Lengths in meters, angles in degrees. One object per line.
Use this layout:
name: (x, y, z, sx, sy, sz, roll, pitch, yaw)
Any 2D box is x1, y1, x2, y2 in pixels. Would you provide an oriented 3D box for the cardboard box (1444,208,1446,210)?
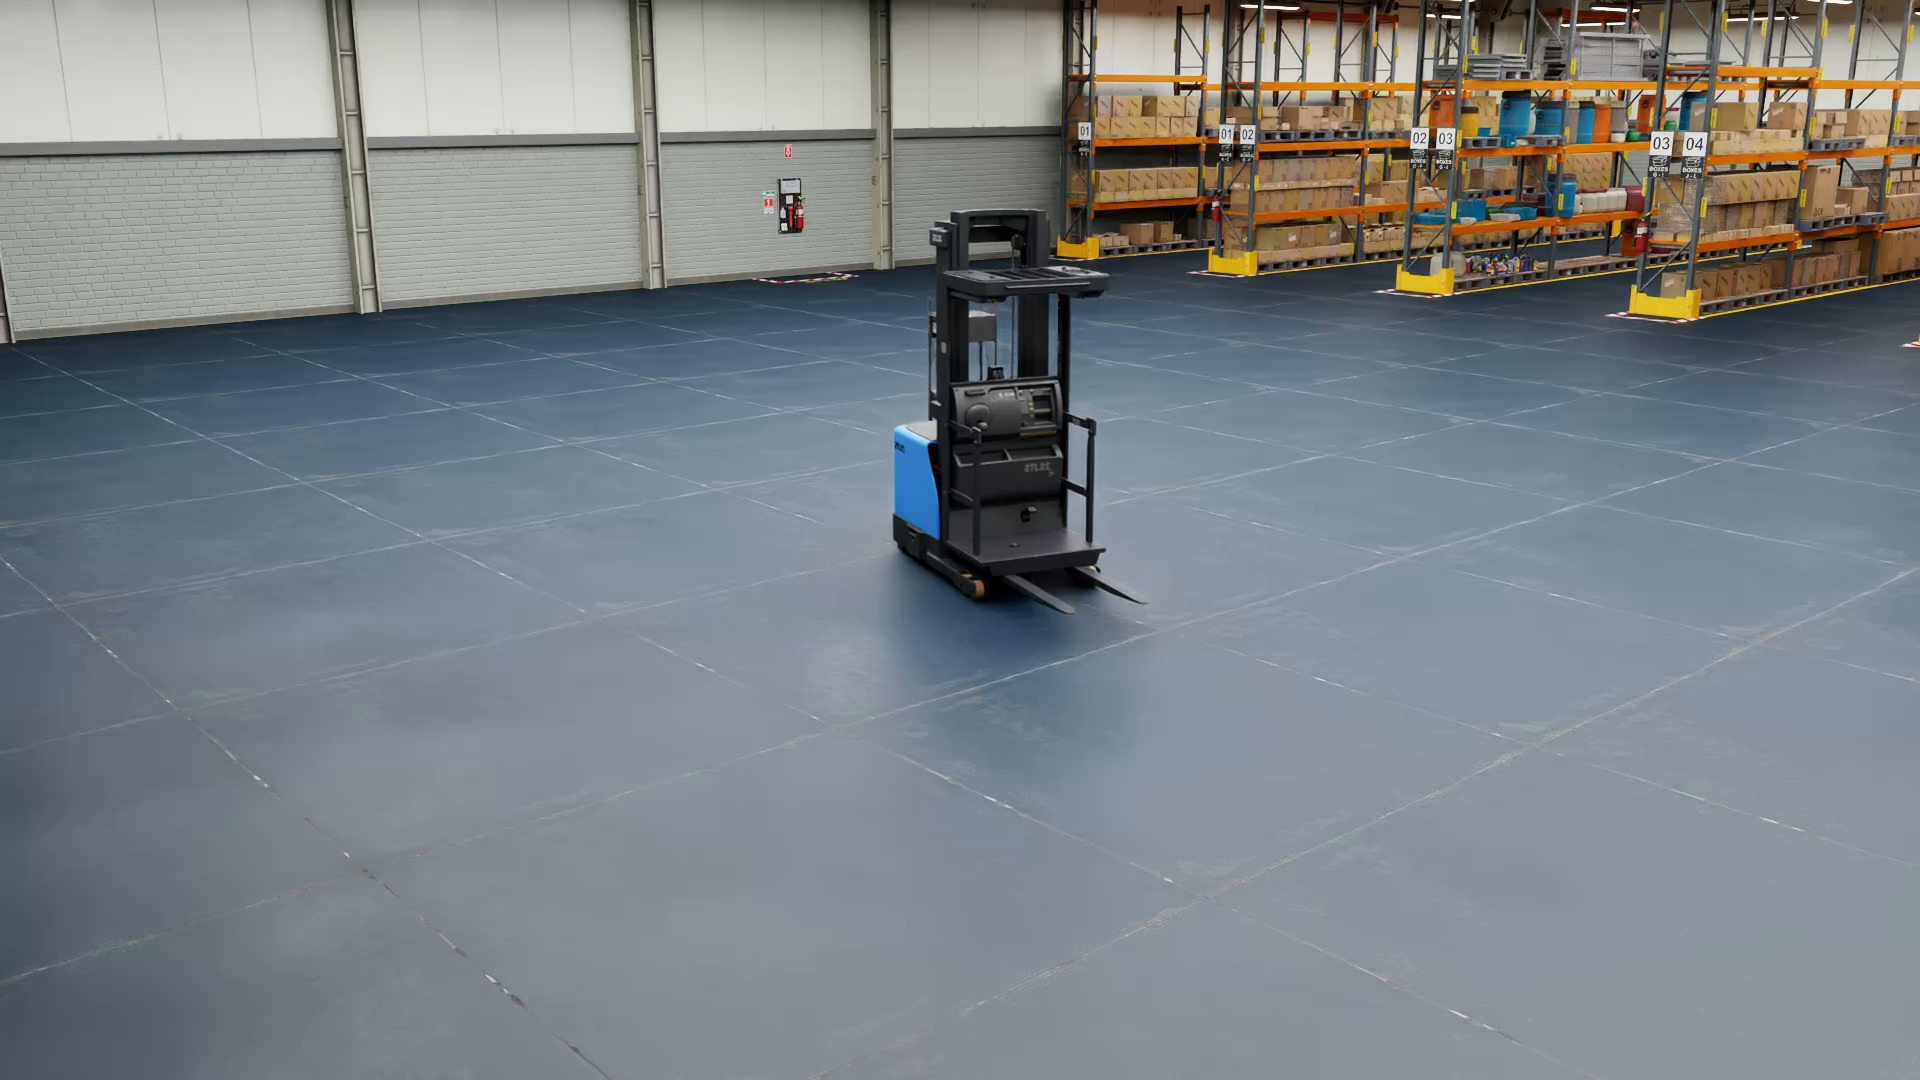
cardboard box: (14.435, -9.940, 50.180, 0.500, 0.500, 0.700, -13, 19, -39)

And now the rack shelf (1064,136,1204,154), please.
rack shelf: (4.336, -9.813, 41.255, 4.000, 0.370, 1.077, -13, 19, -39)

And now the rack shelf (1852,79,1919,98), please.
rack shelf: (20.126, -9.531, 35.163, 4.000, 0.370, 1.077, -13, 19, -39)

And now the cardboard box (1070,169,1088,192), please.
cardboard box: (3.044, -8.793, 40.655, 0.500, 0.500, 0.500, -13, 20, -40)

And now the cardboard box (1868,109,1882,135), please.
cardboard box: (18.042, -8.355, 33.242, 0.500, 0.500, 0.500, -13, 20, -39)

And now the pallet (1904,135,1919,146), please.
pallet: (19.910, -8.502, 35.320, 1.213, 0.211, 1.003, -12, 19, -37)

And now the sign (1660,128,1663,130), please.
sign: (15.732, -9.092, 37.364, 0.005, 0.325, 0.100, -13, 19, -39)

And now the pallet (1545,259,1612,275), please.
pallet: (13.836, -6.122, 37.261, 1.213, 0.211, 1.003, -13, 19, -39)

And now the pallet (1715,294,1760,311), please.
pallet: (14.195, -4.481, 31.118, 1.213, 0.211, 1.003, -13, 19, -39)

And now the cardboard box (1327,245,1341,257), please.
cardboard box: (8.510, -6.757, 38.747, 0.500, 0.250, 0.500, -13, 19, -39)

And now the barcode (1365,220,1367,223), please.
barcode: (9.565, -7.517, 39.210, 0.075, 0.075, 0.001, -13, 19, -39)

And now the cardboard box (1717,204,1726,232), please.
cardboard box: (13.314, -5.867, 30.133, 0.500, 0.500, 0.875, -13, 19, -39)

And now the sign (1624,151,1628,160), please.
sign: (18.501, -10.720, 46.213, 0.005, 0.325, 0.100, -13, 19, -39)

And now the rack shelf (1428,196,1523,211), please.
rack shelf: (13.626, -8.755, 43.108, 4.000, 0.370, 1.077, -13, 19, -39)

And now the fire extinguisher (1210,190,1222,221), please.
fire extinguisher: (5.688, -7.442, 36.947, 0.183, 0.674, 0.296, -13, 19, -39)

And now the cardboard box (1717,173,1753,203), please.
cardboard box: (13.934, -6.363, 30.051, 0.500, 0.500, 0.500, -13, 19, -39)

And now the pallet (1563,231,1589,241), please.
pallet: (16.574, -8.418, 45.856, 1.213, 0.211, 1.003, -13, 19, -39)

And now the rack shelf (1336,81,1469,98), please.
rack shelf: (10.608, -10.783, 39.849, 4.000, 0.370, 1.077, -13, 19, -39)

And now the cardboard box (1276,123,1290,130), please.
cardboard box: (7.085, -9.172, 36.864, 0.250, 0.149, 0.380, -13, 19, -39)

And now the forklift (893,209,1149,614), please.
forklift: (0.472, -1.067, 13.065, 1.130, 2.935, 3.031, -6, 16, -23)

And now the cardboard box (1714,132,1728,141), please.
cardboard box: (13.201, -7.075, 29.132, 0.250, 0.149, 0.380, -12, 19, -38)

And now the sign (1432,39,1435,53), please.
sign: (11.754, -12.256, 41.231, 0.005, 0.325, 0.100, -13, 19, -39)

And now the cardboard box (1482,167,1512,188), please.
cardboard box: (13.842, -9.381, 43.051, 0.700, 0.500, 0.500, 10, 18, 33)

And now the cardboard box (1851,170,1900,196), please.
cardboard box: (19.179, -7.488, 34.834, 0.637, 0.503, 0.797, -12, 19, -38)

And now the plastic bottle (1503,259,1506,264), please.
plastic bottle: (11.468, -5.763, 34.923, 0.133, 0.283, 0.061, -13, 19, -39)

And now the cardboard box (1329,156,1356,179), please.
cardboard box: (8.769, -8.685, 38.744, 0.500, 0.500, 0.700, -13, 19, -39)

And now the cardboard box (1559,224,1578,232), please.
cardboard box: (16.549, -8.767, 45.744, 0.637, 0.503, 0.797, -13, 19, -39)

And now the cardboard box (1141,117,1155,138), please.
cardboard box: (4.452, -10.155, 40.910, 0.500, 0.500, 0.500, -11, 19, -36)

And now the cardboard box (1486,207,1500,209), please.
cardboard box: (13.855, -8.605, 43.689, 0.500, 0.250, 0.500, -13, 19, -39)

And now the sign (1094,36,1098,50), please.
sign: (3.184, -11.655, 38.981, 0.005, 0.325, 0.100, -13, 19, -39)

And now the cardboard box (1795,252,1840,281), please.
cardboard box: (17.292, -5.528, 33.625, 0.500, 0.500, 0.700, -11, 18, -35)

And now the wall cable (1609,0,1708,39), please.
wall cable: (21.175, -15.283, 50.758, 0.112, 2.526, 3.097, -13, 19, -39)

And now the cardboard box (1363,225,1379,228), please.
cardboard box: (9.983, -7.529, 40.553, 0.500, 0.311, 0.500, -13, 20, -40)

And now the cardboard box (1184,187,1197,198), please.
cardboard box: (5.687, -8.848, 42.313, 0.500, 0.250, 0.500, -13, 19, -39)

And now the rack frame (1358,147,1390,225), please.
rack frame: (11.880, -10.405, 47.892, 0.127, 3.000, 1.000, -13, 19, -39)

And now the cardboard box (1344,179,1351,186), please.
cardboard box: (8.847, -8.319, 38.629, 0.250, 0.149, 0.380, -13, 20, -41)

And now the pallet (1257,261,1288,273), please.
pallet: (6.632, -6.199, 37.548, 1.213, 0.211, 1.003, -13, 19, -39)

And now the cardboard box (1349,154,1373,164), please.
cardboard box: (11.304, -10.755, 46.941, 0.500, 0.250, 0.500, -12, 19, -38)

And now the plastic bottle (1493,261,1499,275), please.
plastic bottle: (11.086, -5.625, 34.407, 0.133, 0.283, 0.061, -12, 19, -38)

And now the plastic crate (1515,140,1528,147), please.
plastic crate: (11.403, -8.092, 33.932, 0.396, 0.136, 0.243, -13, 19, -39)

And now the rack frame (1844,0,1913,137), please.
rack frame: (18.617, -9.733, 33.750, 0.127, 3.000, 1.000, -13, 19, -39)

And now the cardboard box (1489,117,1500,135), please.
cardboard box: (13.201, -10.516, 42.301, 0.500, 0.500, 0.910, -13, 19, -39)

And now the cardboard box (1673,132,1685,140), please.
cardboard box: (12.587, -7.156, 29.435, 0.250, 0.149, 0.380, -13, 19, -39)

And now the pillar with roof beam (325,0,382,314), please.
pillar with roof beam: (-7.965, -7.670, 26.028, 0.400, 9.000, 9.100, -13, 19, -39)

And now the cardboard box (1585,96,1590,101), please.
cardboard box: (16.597, -11.769, 45.054, 0.500, 0.500, 0.700, -13, 19, -39)

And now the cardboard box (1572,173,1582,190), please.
cardboard box: (16.461, -9.695, 45.038, 0.500, 0.500, 0.500, -13, 20, -40)

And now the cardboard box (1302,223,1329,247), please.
cardboard box: (8.134, -7.034, 38.332, 0.500, 0.500, 0.500, -13, 19, -39)

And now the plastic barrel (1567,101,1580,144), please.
plastic barrel: (13.083, -9.052, 36.041, 0.600, 0.901, 0.600, 0, 15, 0)

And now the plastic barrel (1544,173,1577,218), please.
plastic barrel: (12.839, -7.370, 35.557, 0.708, 0.901, 0.600, -13, 19, -39)

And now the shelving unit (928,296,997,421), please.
shelving unit: (0.021, -1.107, 14.825, 0.503, 2.100, 0.431, -6, 16, -20)

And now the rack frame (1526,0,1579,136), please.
rack frame: (12.348, -10.020, 34.823, 0.127, 3.000, 1.000, -13, 19, -39)

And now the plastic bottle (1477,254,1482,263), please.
plastic bottle: (11.004, -5.894, 35.284, 0.185, 0.351, 0.144, -13, 20, -40)
